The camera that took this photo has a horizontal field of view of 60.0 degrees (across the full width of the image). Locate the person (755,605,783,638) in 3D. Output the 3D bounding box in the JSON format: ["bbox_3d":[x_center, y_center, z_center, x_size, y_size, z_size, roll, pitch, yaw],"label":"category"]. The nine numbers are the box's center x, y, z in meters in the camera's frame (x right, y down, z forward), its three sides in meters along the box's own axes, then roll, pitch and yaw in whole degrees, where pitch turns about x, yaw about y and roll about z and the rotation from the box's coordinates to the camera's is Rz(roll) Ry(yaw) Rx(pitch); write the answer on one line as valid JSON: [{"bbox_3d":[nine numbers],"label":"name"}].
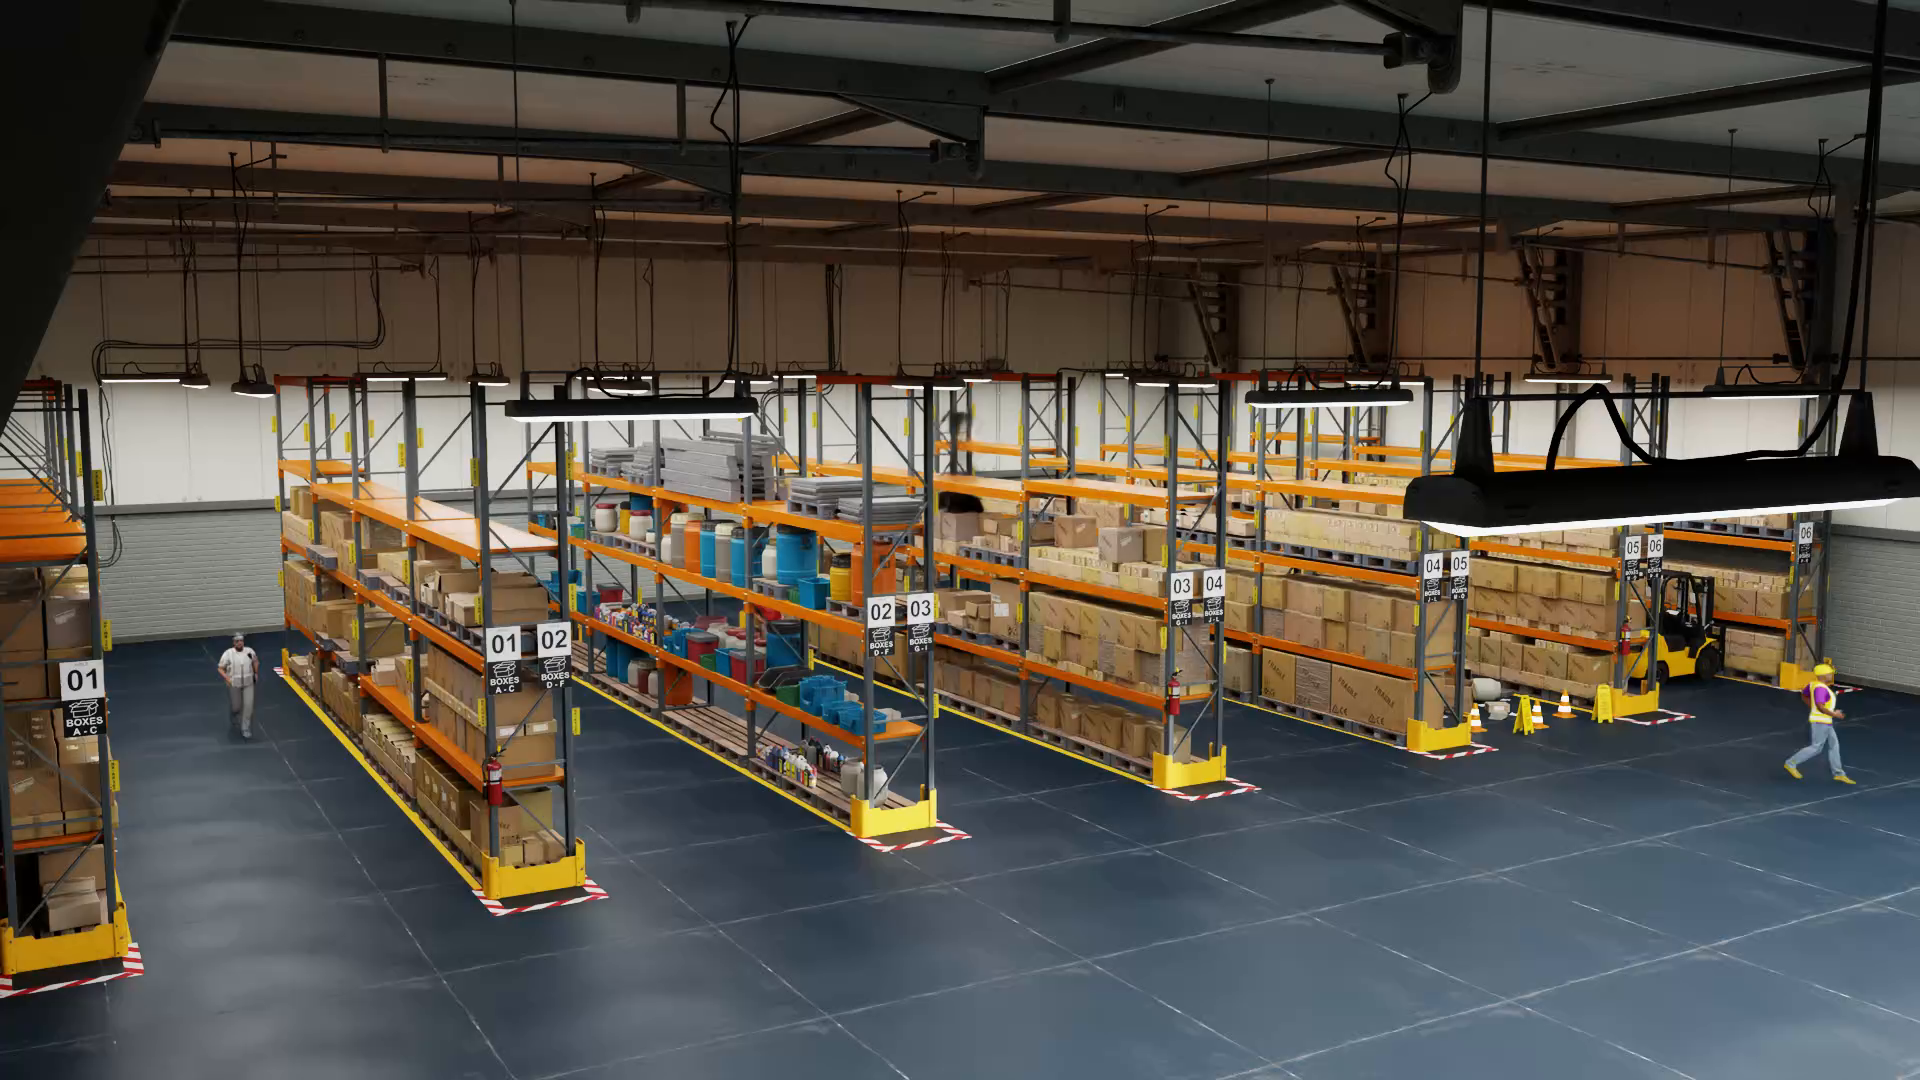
[{"bbox_3d":[-3.828,1.812,33.771,0.664,1.685,0.599,-4,7,-32],"label":"person"}]

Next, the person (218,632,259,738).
[{"bbox_3d":[-12.107,2.412,27.975,0.668,1.767,0.821,-4,8,-34],"label":"person"}]

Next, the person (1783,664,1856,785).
[{"bbox_3d":[12.857,2.734,24.798,0.989,1.767,0.742,3,7,25],"label":"person"}]
